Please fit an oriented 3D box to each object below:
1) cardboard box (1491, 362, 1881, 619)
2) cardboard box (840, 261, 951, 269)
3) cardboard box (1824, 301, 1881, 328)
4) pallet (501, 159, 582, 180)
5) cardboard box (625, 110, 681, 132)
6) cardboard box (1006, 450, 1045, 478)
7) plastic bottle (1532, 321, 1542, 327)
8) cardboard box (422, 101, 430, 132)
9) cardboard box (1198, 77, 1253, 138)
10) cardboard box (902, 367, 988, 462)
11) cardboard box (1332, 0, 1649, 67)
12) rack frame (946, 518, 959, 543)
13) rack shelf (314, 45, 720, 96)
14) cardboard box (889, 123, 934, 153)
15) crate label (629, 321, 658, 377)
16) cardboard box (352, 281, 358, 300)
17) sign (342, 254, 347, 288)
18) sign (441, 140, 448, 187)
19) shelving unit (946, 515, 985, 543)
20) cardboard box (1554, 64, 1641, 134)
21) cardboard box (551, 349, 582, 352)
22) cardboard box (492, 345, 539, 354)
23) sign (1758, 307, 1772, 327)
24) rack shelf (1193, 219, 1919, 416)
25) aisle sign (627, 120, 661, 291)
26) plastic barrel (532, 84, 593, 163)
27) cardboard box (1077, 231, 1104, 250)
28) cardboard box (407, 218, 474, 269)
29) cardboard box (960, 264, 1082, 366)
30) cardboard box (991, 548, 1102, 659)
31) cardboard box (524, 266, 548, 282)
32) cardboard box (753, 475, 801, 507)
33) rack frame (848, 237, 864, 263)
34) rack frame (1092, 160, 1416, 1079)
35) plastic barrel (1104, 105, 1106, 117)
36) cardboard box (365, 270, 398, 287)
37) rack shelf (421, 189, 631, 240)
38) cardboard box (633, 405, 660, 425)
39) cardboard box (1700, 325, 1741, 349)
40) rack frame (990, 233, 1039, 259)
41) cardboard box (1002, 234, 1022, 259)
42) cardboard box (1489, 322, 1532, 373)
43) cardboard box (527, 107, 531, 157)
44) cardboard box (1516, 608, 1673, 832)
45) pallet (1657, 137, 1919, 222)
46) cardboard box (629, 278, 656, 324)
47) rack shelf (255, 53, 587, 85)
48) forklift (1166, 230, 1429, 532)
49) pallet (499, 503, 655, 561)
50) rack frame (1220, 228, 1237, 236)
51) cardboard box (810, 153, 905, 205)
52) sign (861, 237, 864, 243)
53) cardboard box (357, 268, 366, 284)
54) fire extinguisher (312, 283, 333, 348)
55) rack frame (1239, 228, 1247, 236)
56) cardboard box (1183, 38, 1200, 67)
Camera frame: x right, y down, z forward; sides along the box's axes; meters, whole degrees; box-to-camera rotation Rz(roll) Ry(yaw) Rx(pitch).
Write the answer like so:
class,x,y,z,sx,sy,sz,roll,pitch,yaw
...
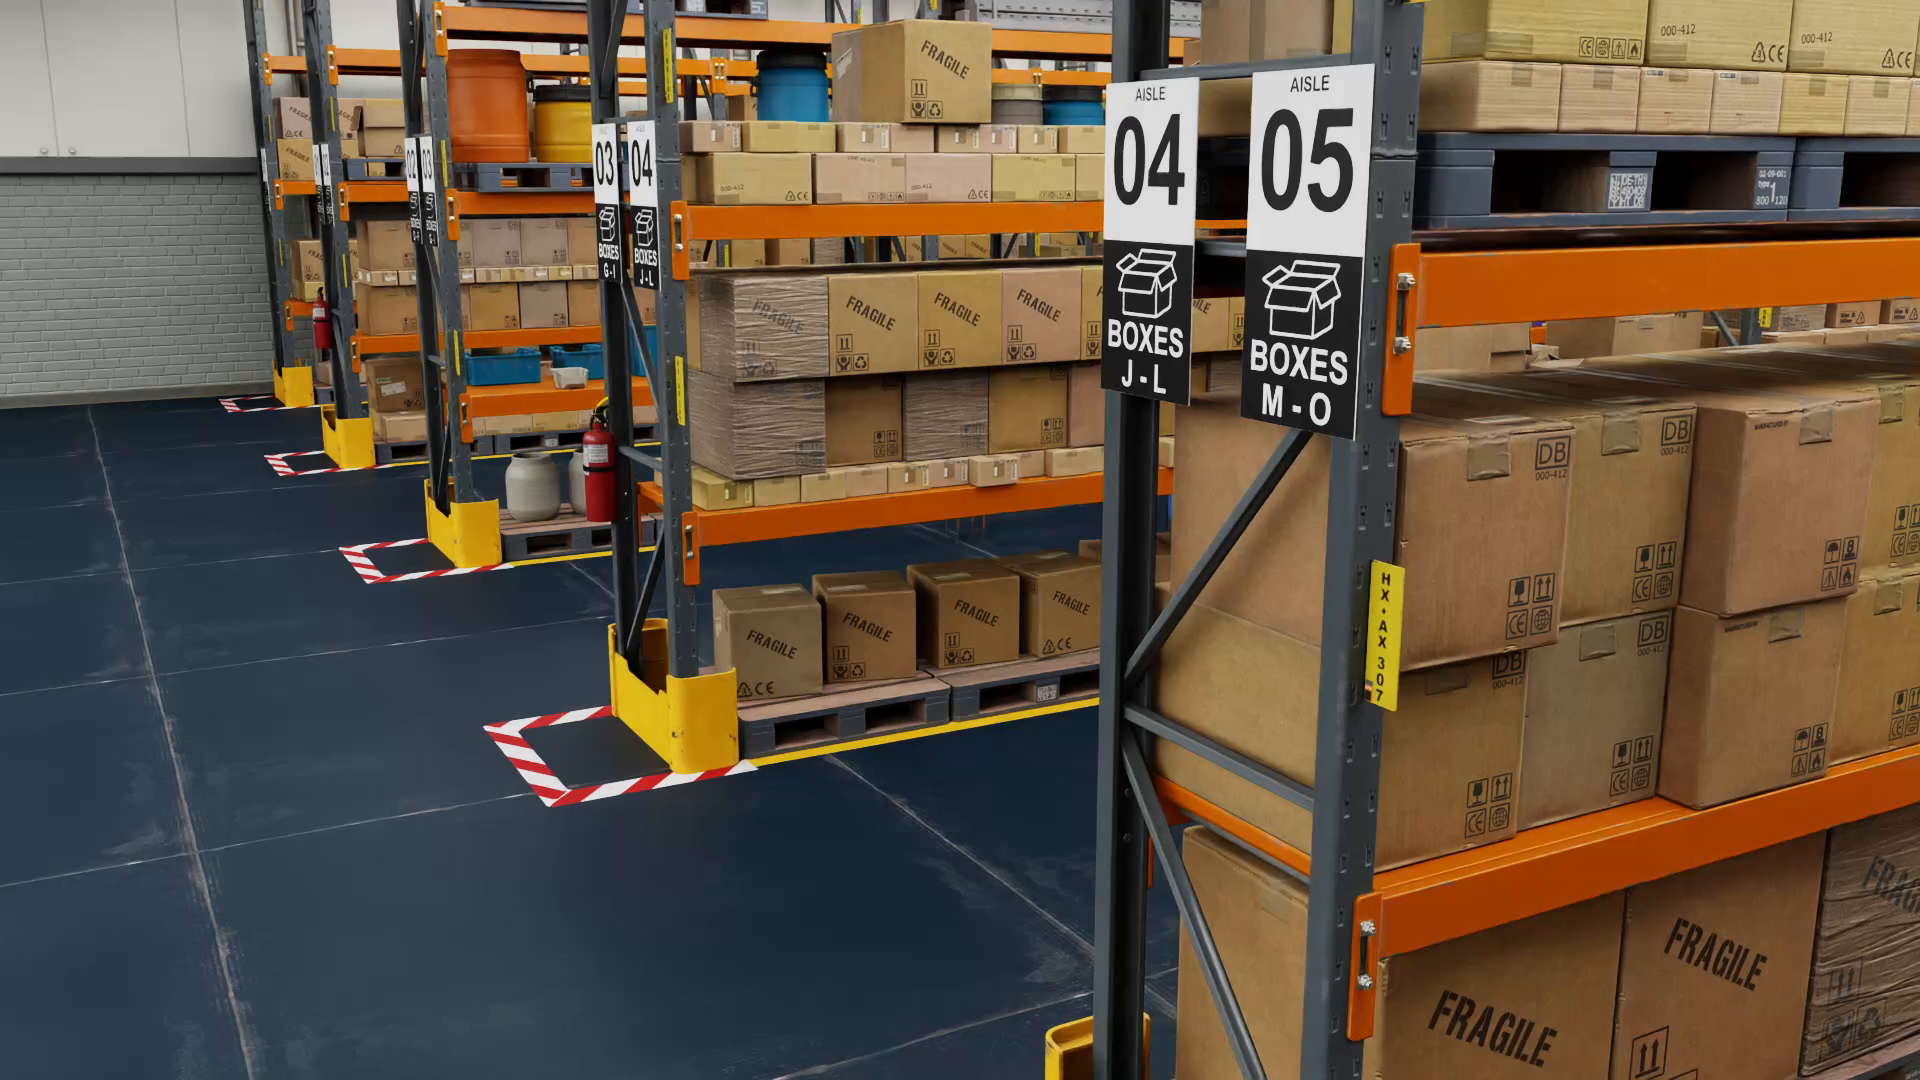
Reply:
class,x,y,z,sx,sy,sz,roll,pitch,yaw
cardboard box,2.019,-0.175,4.753,0.550,0.550,0.875,-7,14,-28
cardboard box,-0.368,-1.294,9.347,0.500,0.500,0.500,-7,14,-28
cardboard box,6.636,-1.923,12.810,0.637,0.503,0.797,-6,14,-27
pallet,-4.646,-3.930,17.609,1.213,0.211,1.003,-7,14,-28
cardboard box,-3.409,-4.515,18.504,0.500,0.500,0.500,-6,14,-23
cardboard box,0.275,-0.454,9.366,0.250,0.149,0.380,-7,14,-28
plastic bottle,6.179,-2.425,17.816,0.133,0.283,0.061,-7,14,-28
cardboard box,-7.113,-5.529,21.964,0.500,0.500,0.500,-7,14,-28
cardboard box,0.809,-1.130,4.353,0.250,0.149,0.380,-7,14,-28
cardboard box,-0.271,-0.768,9.284,0.500,0.500,0.875,-7,14,-28
cardboard box,1.226,-1.225,3.870,0.500,0.250,0.500,-7,14,-28
rack frame,-0.060,-0.505,13.462,0.008,1.050,0.200,-7,14,-28
rack shelf,-4.596,-4.902,17.445,4.000,0.370,1.077,-7,14,-28
cardboard box,-0.331,-2.069,8.573,0.250,0.149,0.380,-7,14,-28
crate label,-2.496,-1.619,13.891,0.616,0.435,0.502,-7,14,-28
cardboard box,-7.699,-3.249,21.511,0.500,0.250,0.500,-7,15,-30
sign,-6.091,-2.664,16.464,0.005,0.325,0.100,-7,14,-28
sign,-3.722,-2.717,11.999,0.005,0.325,0.100,-7,14,-28
shelving unit,0.047,-0.518,13.519,0.252,1.050,0.215,-7,14,-28
cardboard box,1.357,-1.031,3.913,0.250,0.149,0.380,-7,14,-27
cardboard box,-4.275,-1.867,18.673,0.500,0.500,0.500,-7,14,-28
cardboard box,-6.109,-2.564,22.863,0.500,0.500,0.500,-8,15,-32
sign,5.682,-1.666,11.722,0.005,0.325,0.100,-7,14,-28
rack shelf,2.435,-0.758,4.951,4.000,0.370,1.077,-7,14,-28
aisle sign,-1.519,-1.605,7.990,0.004,0.787,0.394,-7,14,-28
plastic barrel,-3.042,-3.260,13.048,0.600,0.588,0.600,0,13,0
cardboard box,2.288,-4.728,27.102,0.700,0.700,0.980,-7,14,-27
cardboard box,-5.430,-3.101,17.375,0.500,0.500,0.700,-7,15,-29
cardboard box,0.321,-1.246,9.133,0.500,0.500,0.500,-7,14,-28
cardboard box,0.526,0.369,9.875,0.500,0.500,0.500,-8,15,-33
cardboard box,-4.554,-2.838,17.680,0.250,0.149,0.380,-7,14,-27
cardboard box,-1.015,-0.286,8.618,0.250,0.149,0.380,-7,14,-28
rack frame,-1.707,-4.107,25.026,0.127,3.000,1.000,-7,14,-28
rack frame,0.679,0.565,4.267,0.127,3.000,1.000,-7,14,-28
plastic barrel,1.641,-3.757,15.662,0.708,0.830,0.600,-7,14,-28
cardboard box,-5.904,-2.676,16.963,0.250,0.149,0.380,-7,14,-28
rack shelf,-2.226,-2.679,13.487,4.000,0.370,1.077,-7,14,-28
cardboard box,-3.587,-1.454,18.542,0.500,0.250,0.500,-7,14,-28
cardboard box,5.728,-1.392,12.733,0.500,0.500,0.500,-6,14,-26
rack frame,0.670,-3.153,20.785,0.127,3.000,1.000,-7,14,-28
cardboard box,0.632,-4.527,25.944,0.500,0.500,0.500,-7,14,-28
cardboard box,3.380,-1.278,11.263,0.637,0.503,0.797,-5,14,-22
cardboard box,-4.763,-4.218,17.186,0.500,0.500,0.500,-7,14,-28
cardboard box,1.456,0.382,4.738,0.550,0.550,0.875,-7,14,-28
pallet,2.398,-1.064,4.877,1.213,0.211,1.003,-7,14,-28
cardboard box,-3.687,-2.676,18.440,0.500,0.500,0.700,-7,14,-28
rack shelf,-6.973,-6.050,21.642,4.000,0.370,1.077,-7,14,-28
forklift,3.163,-1.341,12.892,3.031,2.935,1.130,1,13,6
pallet,-3.222,-0.097,13.560,1.213,0.211,1.003,-7,14,-28
rack frame,1.903,-0.822,10.431,0.127,3.000,1.000,-7,14,-28
cardboard box,-0.612,-1.848,8.499,0.500,0.250,0.500,-7,15,-29
sign,-1.438,-4.529,24.447,0.005,0.325,0.100,-7,14,-28
cardboard box,-6.108,-2.753,17.305,0.250,0.149,0.380,-7,15,-29
fire extinguisher,-6.678,-2.350,17.397,0.183,0.674,0.296,-7,14,-28
rack frame,3.040,-2.198,16.542,0.127,3.000,1.000,-7,14,-28
cardboard box,1.630,-2.627,9.574,0.500,0.500,0.500,-7,15,-30
